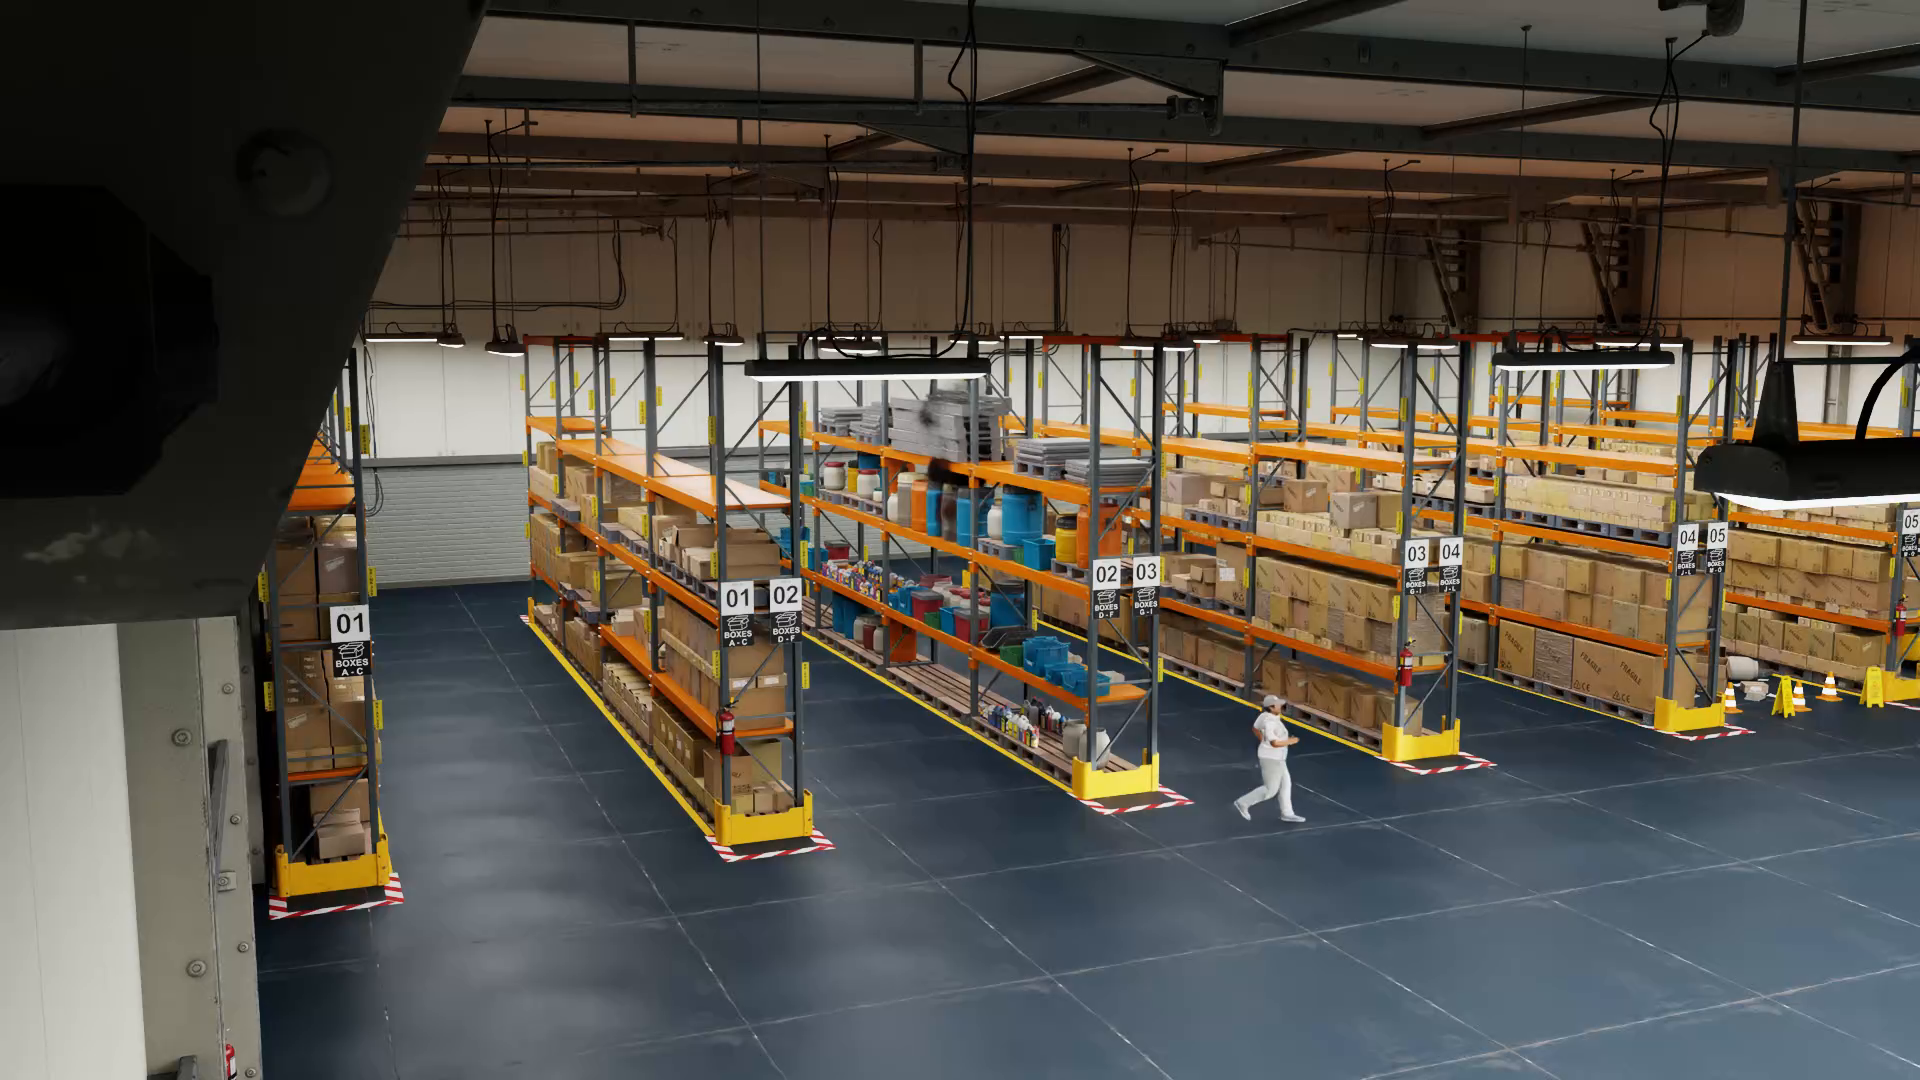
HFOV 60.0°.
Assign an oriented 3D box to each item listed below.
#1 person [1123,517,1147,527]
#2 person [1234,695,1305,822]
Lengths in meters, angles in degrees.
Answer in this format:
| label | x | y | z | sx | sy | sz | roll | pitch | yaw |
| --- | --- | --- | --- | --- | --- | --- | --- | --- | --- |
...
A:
| label | x | y | z | sx | sy | sz | roll | pitch | yaw |
| --- | --- | --- | --- | --- | --- | --- | --- | --- | --- |
| person | 4.192 | 0.051 | 40.766 | 0.721 | 1.724 | 0.584 | 6 | 9 | 36 |
| person | 3.893 | 2.743 | 20.838 | 0.906 | 1.639 | 0.621 | 1 | 8 | 6 |
